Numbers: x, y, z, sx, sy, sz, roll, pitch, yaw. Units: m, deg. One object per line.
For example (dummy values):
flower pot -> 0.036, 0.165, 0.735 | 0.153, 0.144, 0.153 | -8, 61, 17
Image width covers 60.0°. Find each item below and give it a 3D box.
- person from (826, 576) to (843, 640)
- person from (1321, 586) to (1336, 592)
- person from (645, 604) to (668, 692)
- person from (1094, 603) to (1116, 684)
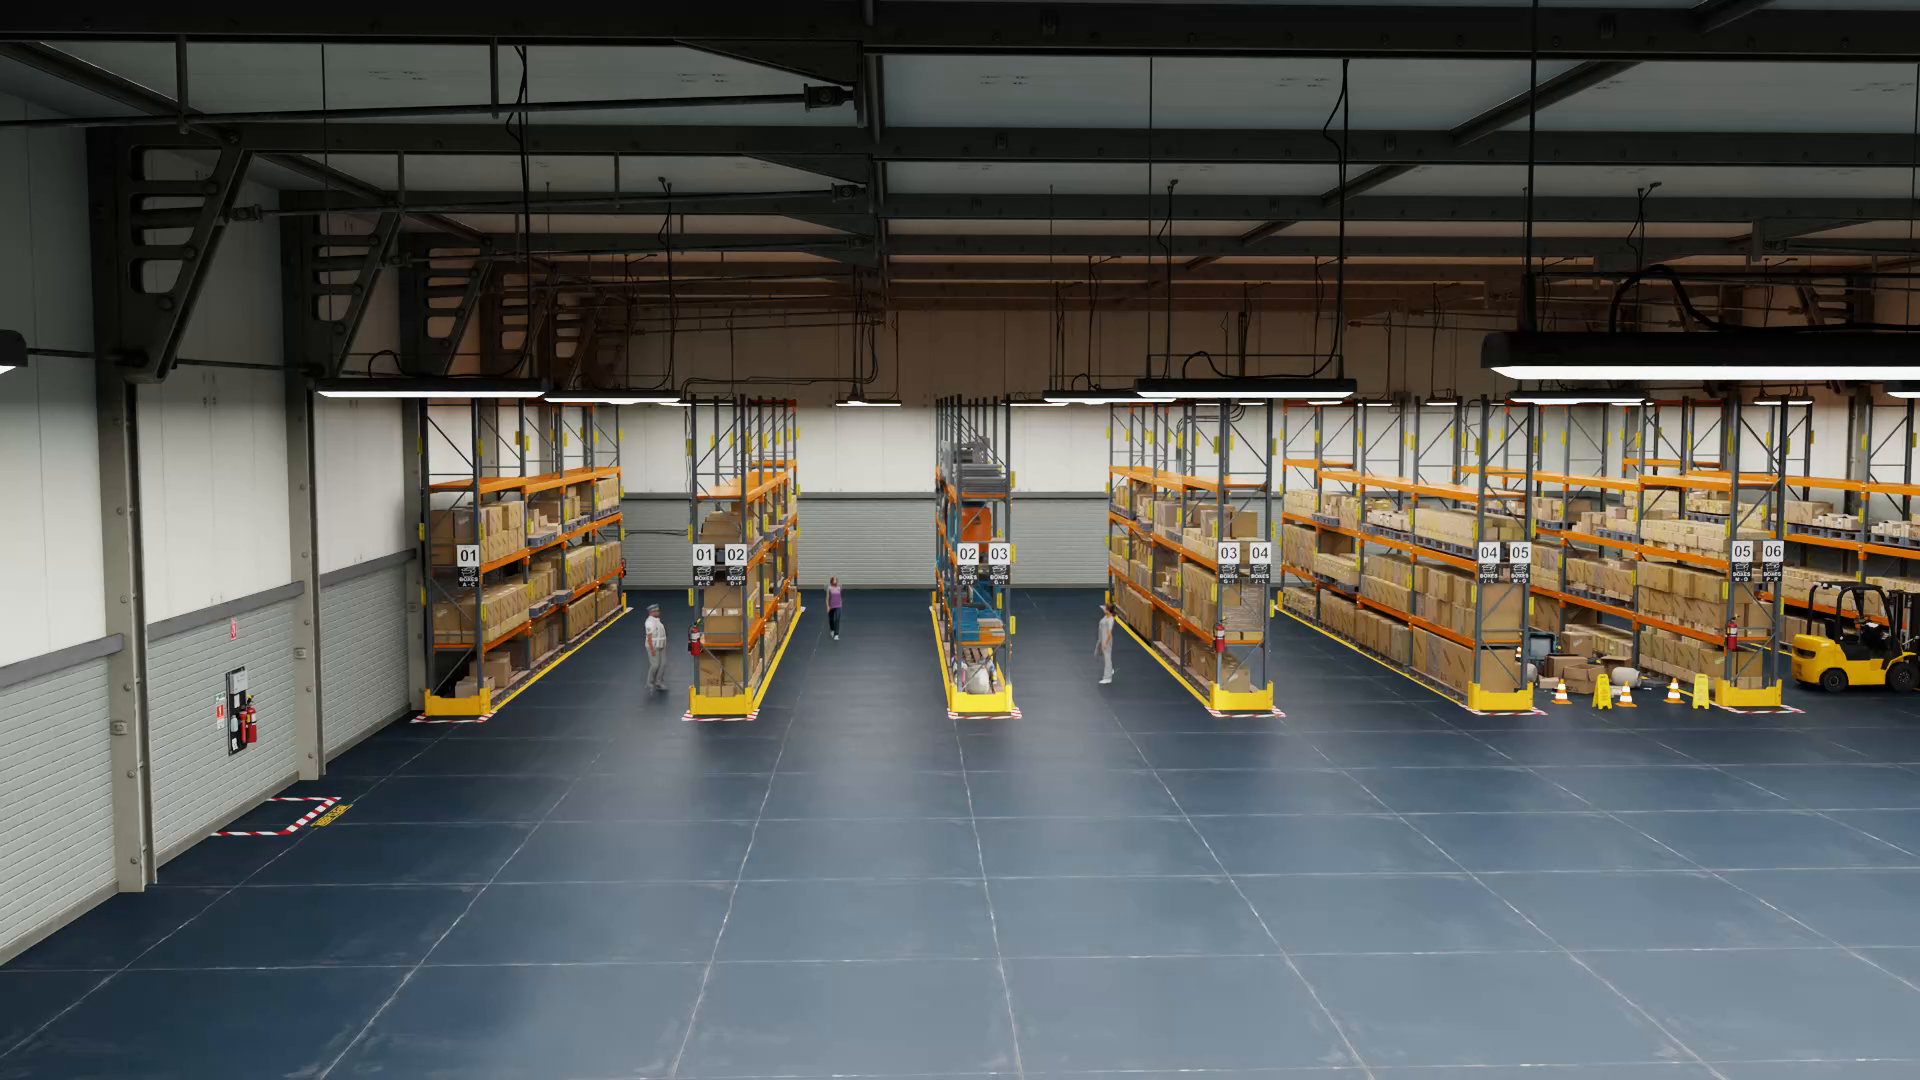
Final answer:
person -> -3.136, 1.681, 41.427 | 0.419, 1.551, 0.823 | 0, 4, -2
person -> 10.860, 1.078, 48.949 | 0.973, 1.581, 0.588 | 1, 5, 11
person -> -6.193, 2.223, 33.976 | 0.441, 1.859, 0.614 | 2, 5, 21
person -> 3.057, 2.144, 34.834 | 0.459, 1.667, 0.543 | -2, 5, -20
